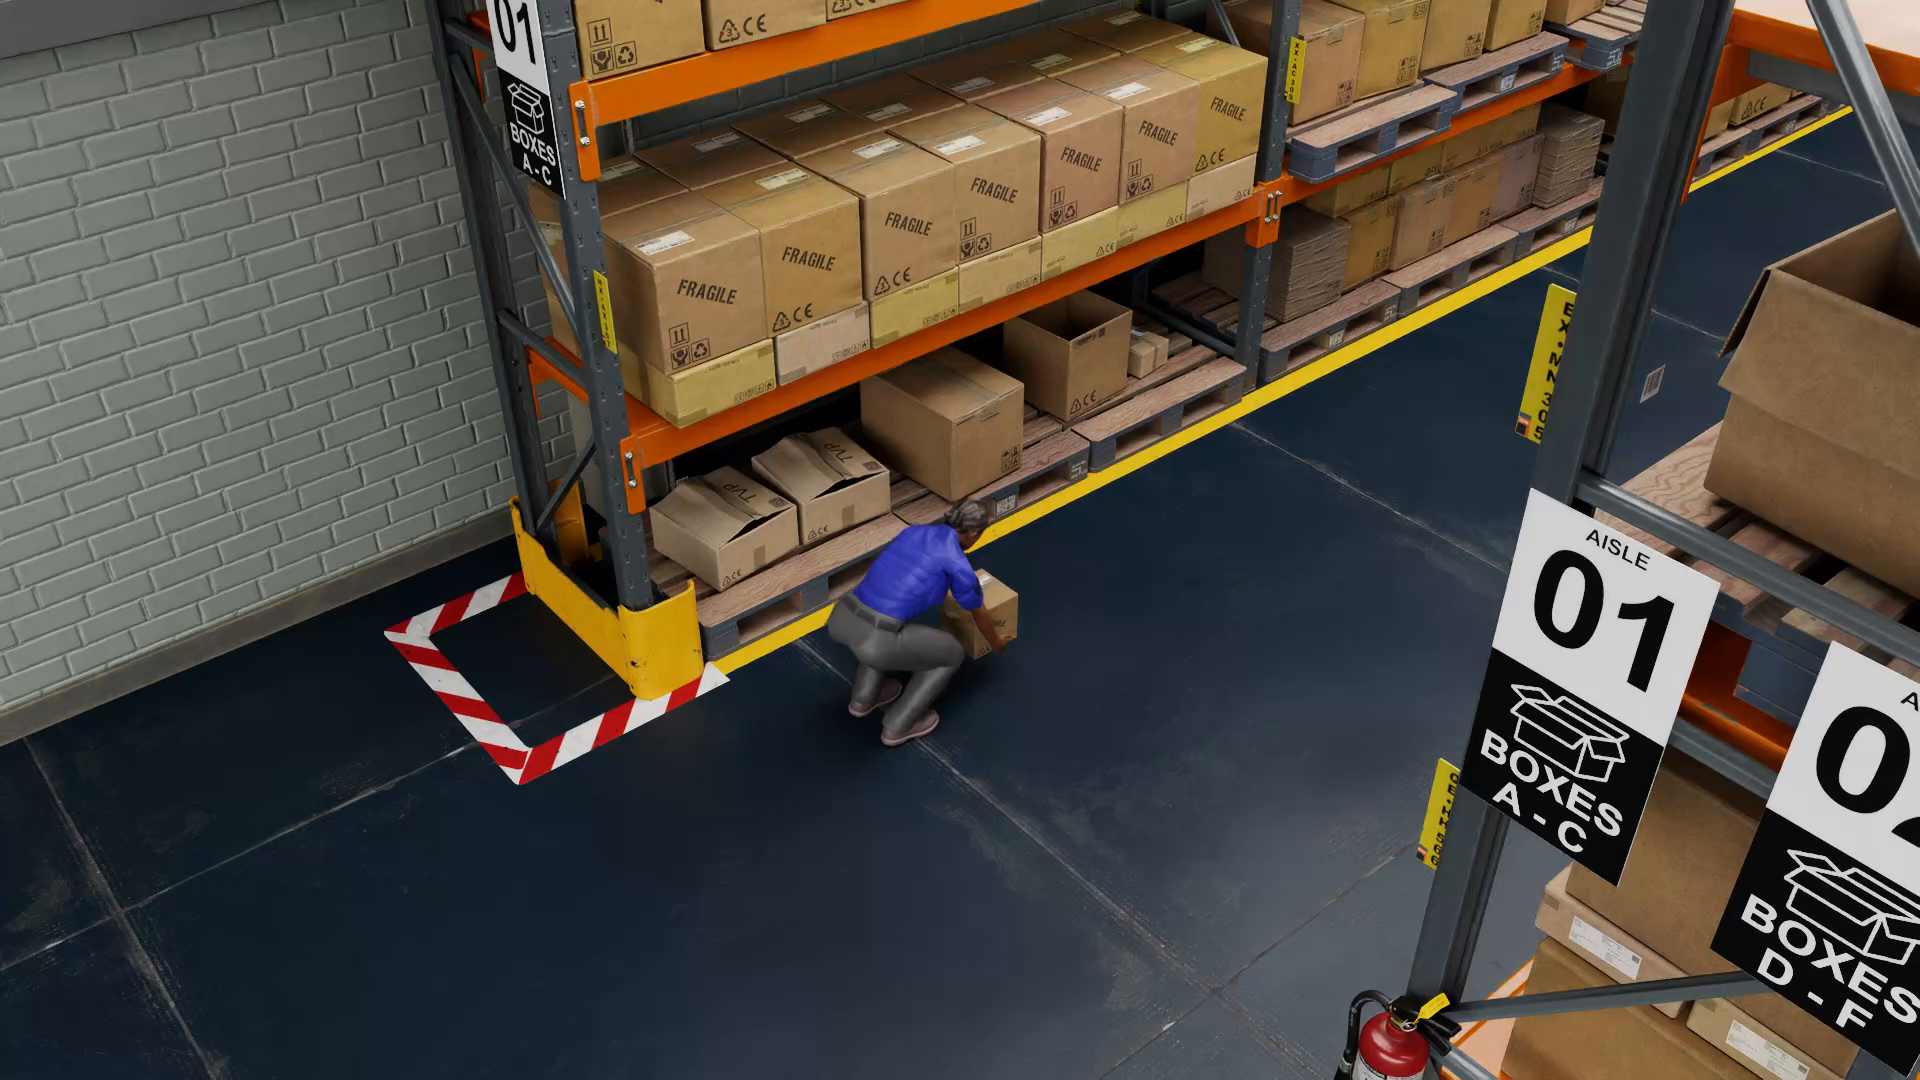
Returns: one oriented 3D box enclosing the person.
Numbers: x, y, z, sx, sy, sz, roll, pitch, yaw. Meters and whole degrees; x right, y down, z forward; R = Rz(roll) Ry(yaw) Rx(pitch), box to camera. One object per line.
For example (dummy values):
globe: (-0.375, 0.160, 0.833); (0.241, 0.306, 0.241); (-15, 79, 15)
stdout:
person: (-0.180, 0.349, 7.219); (0.870, 0.938, 0.472); (-28, 45, -33)
